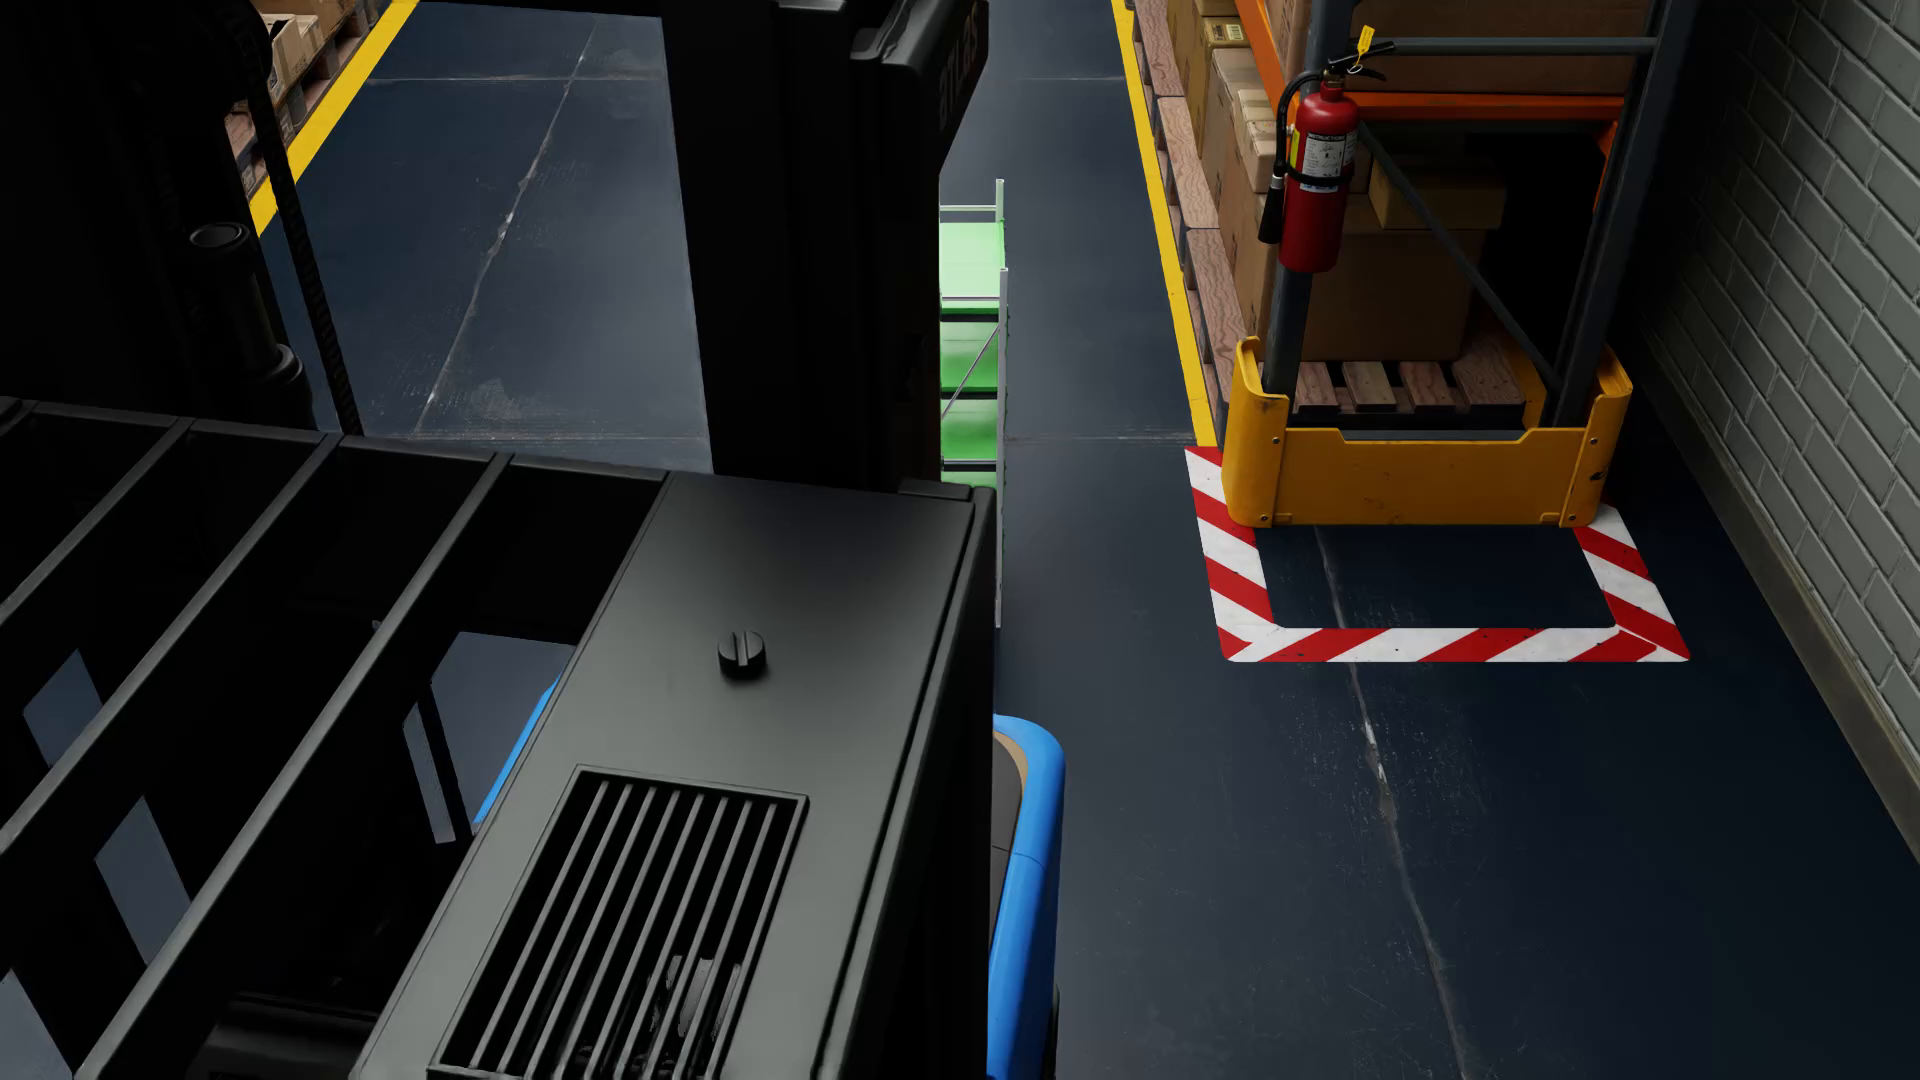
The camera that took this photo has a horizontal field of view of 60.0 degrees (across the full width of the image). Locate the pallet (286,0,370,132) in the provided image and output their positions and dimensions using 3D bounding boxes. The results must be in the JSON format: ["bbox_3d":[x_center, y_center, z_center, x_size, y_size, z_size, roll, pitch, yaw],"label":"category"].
[{"bbox_3d":[-3.507,-2.310,7.964,1.003,0.211,1.213,0,39,0],"label":"pallet"}]

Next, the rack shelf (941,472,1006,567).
[{"bbox_3d":[0.000,-0.128,4.936,0.258,0.148,0.480,0,39,0],"label":"rack shelf"}]

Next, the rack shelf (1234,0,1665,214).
[{"bbox_3d":[1.449,-2.302,6.299,1.077,0.370,4.000,0,39,0],"label":"rack shelf"}]

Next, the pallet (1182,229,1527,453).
[{"bbox_3d":[1.372,-0.744,6.010,1.003,0.211,1.213,0,39,0],"label":"pallet"}]

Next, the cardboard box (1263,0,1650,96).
[{"bbox_3d":[1.440,-1.768,4.818,0.980,0.700,0.700,2,39,2],"label":"cardboard box"}]

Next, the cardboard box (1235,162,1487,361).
[{"bbox_3d":[1.350,-0.958,5.710,0.700,0.500,0.500,0,39,0],"label":"cardboard box"}]

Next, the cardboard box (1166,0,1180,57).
[{"bbox_3d":[1.345,-2.554,7.702,0.700,0.500,0.500,0,39,1],"label":"cardboard box"}]

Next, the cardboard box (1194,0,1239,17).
[{"bbox_3d":[1.163,-2.267,6.824,0.380,0.149,0.250,-1,39,-1],"label":"cardboard box"}]

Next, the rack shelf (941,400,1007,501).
[{"bbox_3d":[0.000,-0.315,4.786,0.258,0.148,0.480,0,39,0],"label":"rack shelf"}]

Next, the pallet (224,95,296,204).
[{"bbox_3d":[-3.503,-1.545,7.010,1.003,0.211,1.213,0,39,0],"label":"pallet"}]

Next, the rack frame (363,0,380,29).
[{"bbox_3d":[-3.507,-3.828,7.628,1.000,3.000,0.127,0,39,0],"label":"rack frame"}]

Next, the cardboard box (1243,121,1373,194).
[{"bbox_3d":[1.168,-1.292,5.607,0.380,0.149,0.250,0,39,-1],"label":"cardboard box"}]

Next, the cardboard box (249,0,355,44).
[{"bbox_3d":[-3.223,-2.668,7.828,0.500,0.500,0.500,0,39,0],"label":"cardboard box"}]

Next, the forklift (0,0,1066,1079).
[{"bbox_3d":[-0.557,0.887,1.799,1.130,2.935,3.031,6,39,8],"label":"forklift"}]

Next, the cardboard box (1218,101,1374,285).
[{"bbox_3d":[1.350,-1.271,6.101,0.700,0.500,0.500,0,39,0],"label":"cardboard box"}]

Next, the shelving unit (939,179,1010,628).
[{"bbox_3d":[0.000,-0.365,4.746,0.258,1.200,0.503,0,39,0],"label":"shelving unit"}]

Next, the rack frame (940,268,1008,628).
[{"bbox_3d":[0.000,-0.212,4.555,0.240,1.200,0.015,0,39,0],"label":"rack frame"}]

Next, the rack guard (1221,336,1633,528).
[{"bbox_3d":[1.451,-0.342,5.277,1.175,0.500,0.348,0,39,0],"label":"rack guard"}]

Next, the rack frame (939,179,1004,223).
[{"bbox_3d":[0.000,-0.517,4.936,0.240,1.200,0.015,0,39,0],"label":"rack frame"}]

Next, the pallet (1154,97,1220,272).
[{"bbox_3d":[1.373,-1.505,6.959,1.003,0.211,1.213,0,39,0],"label":"pallet"}]

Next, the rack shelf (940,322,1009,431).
[{"bbox_3d":[0.000,-0.502,4.636,0.258,0.148,0.480,0,39,0],"label":"rack shelf"}]

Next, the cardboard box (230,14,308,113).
[{"bbox_3d":[-3.222,-2.125,7.301,0.500,0.311,0.500,0,39,0],"label":"cardboard box"}]

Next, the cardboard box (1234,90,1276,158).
[{"bbox_3d":[1.167,-1.451,5.807,0.380,0.149,0.250,1,39,1],"label":"cardboard box"}]

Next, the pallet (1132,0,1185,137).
[{"bbox_3d":[1.369,-2.270,7.914,1.003,0.211,1.213,0,39,0],"label":"pallet"}]

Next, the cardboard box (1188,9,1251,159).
[{"bbox_3d":[1.340,-1.919,6.909,0.700,0.500,0.500,1,39,1],"label":"cardboard box"}]

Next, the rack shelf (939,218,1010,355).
[{"bbox_3d":[0.000,-0.689,4.485,0.258,0.148,0.480,0,39,0],"label":"rack shelf"}]

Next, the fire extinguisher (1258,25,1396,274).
[{"bbox_3d":[0.990,-1.062,4.536,0.296,0.674,0.183,0,39,0],"label":"fire extinguisher"}]

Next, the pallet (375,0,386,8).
[{"bbox_3d":[-3.546,-3.248,9.135,1.003,0.211,1.213,0,39,0],"label":"pallet"}]

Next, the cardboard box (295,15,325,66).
[{"bbox_3d":[-3.162,-2.296,7.645,0.380,0.149,0.250,0,39,0],"label":"cardboard box"}]

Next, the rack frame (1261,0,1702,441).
[{"bbox_3d":[1.451,-1.332,4.514,1.000,3.000,0.127,0,39,0],"label":"rack frame"}]

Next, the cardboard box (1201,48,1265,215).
[{"bbox_3d":[1.348,-1.586,6.493,0.700,0.500,0.500,-1,39,-2],"label":"cardboard box"}]

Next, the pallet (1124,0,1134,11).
[{"bbox_3d":[1.370,-3.228,9.109,1.003,0.211,1.213,0,39,0],"label":"pallet"}]

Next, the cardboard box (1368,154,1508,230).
[{"bbox_3d":[1.550,-1.133,5.410,0.380,0.149,0.250,0,39,0],"label":"cardboard box"}]

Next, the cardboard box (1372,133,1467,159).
[{"bbox_3d":[1.549,-1.450,5.805,0.380,0.149,0.250,0,39,0],"label":"cardboard box"}]

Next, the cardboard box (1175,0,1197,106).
[{"bbox_3d":[1.342,-2.240,7.310,0.700,0.500,0.500,0,39,-1],"label":"cardboard box"}]
